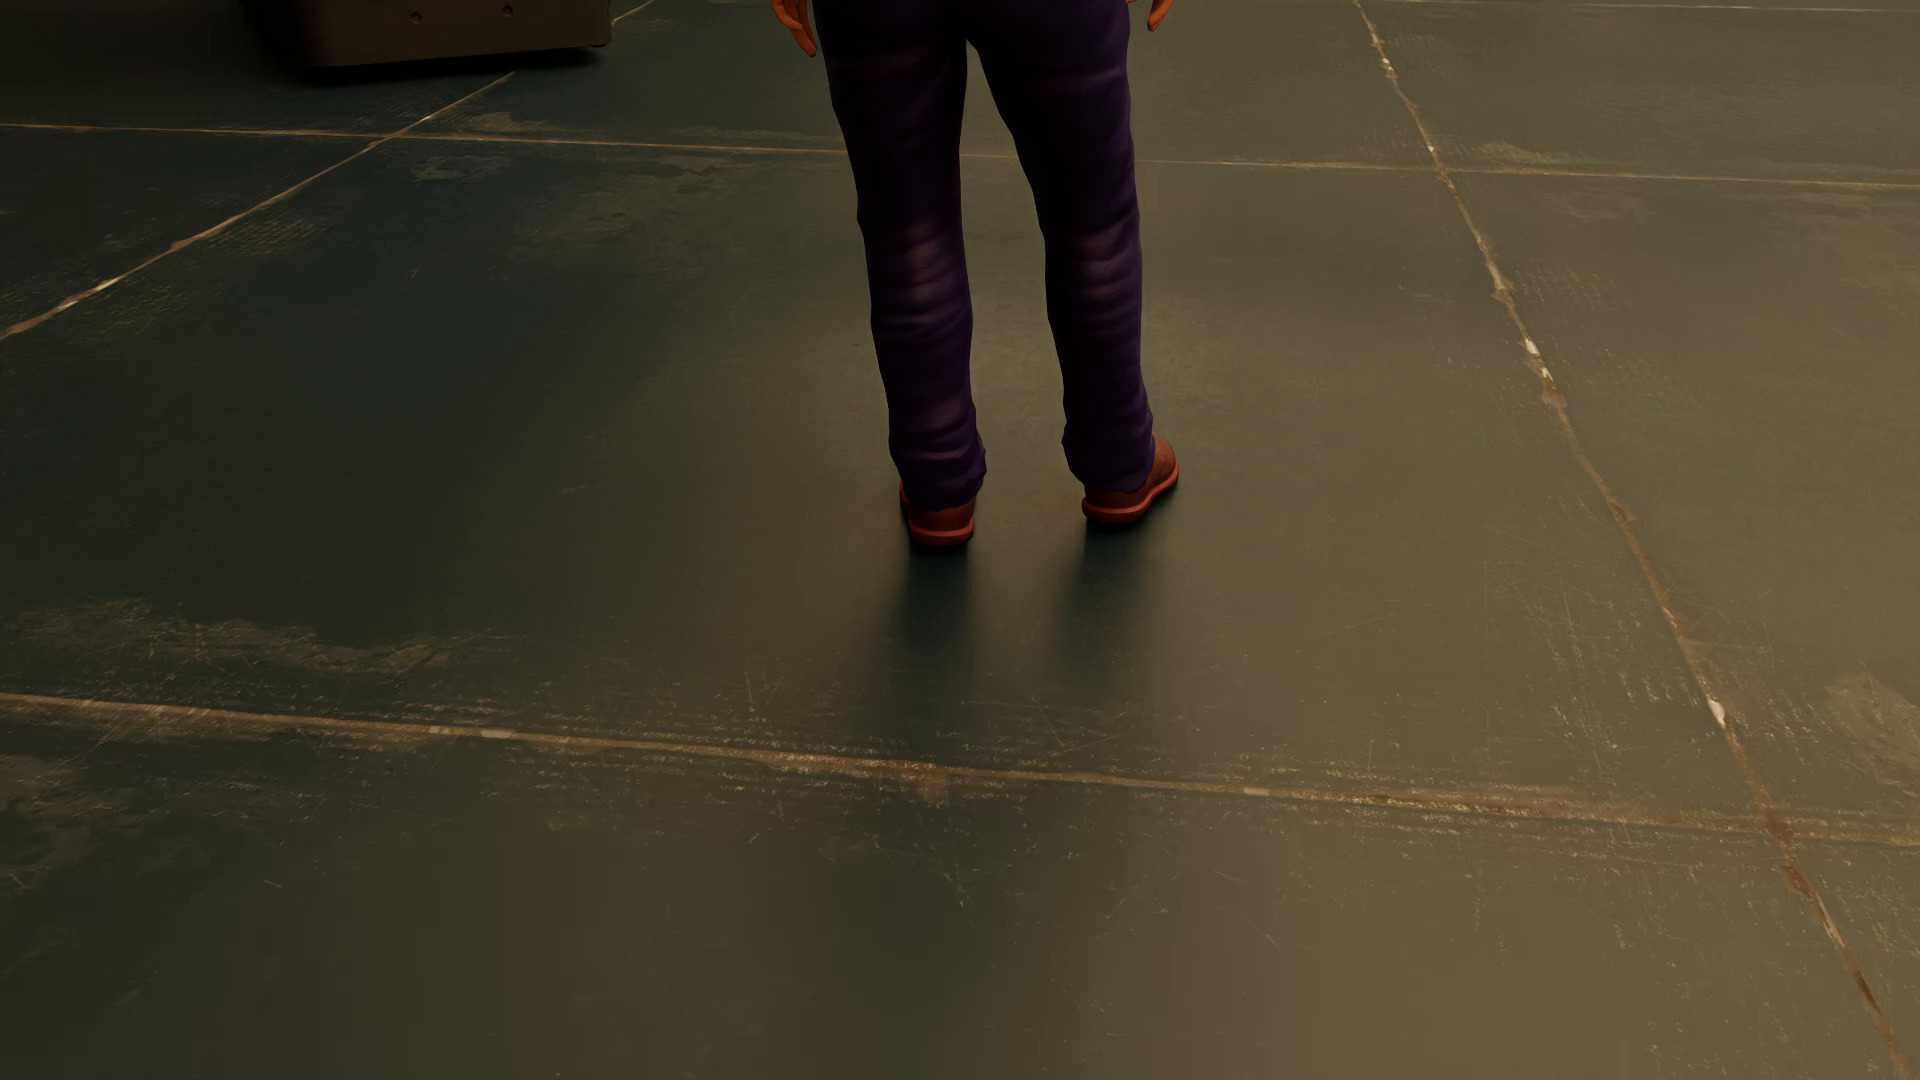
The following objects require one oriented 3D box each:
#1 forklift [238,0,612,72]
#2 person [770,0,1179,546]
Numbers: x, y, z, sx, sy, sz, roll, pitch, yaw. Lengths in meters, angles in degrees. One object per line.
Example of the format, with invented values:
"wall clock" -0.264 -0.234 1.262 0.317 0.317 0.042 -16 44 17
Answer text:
"forklift" -2.335 -3.482 6.198 1.130 2.935 3.031 -13 29 -24
"person" 0.035 -0.782 2.206 0.597 1.651 0.502 3 27 7
